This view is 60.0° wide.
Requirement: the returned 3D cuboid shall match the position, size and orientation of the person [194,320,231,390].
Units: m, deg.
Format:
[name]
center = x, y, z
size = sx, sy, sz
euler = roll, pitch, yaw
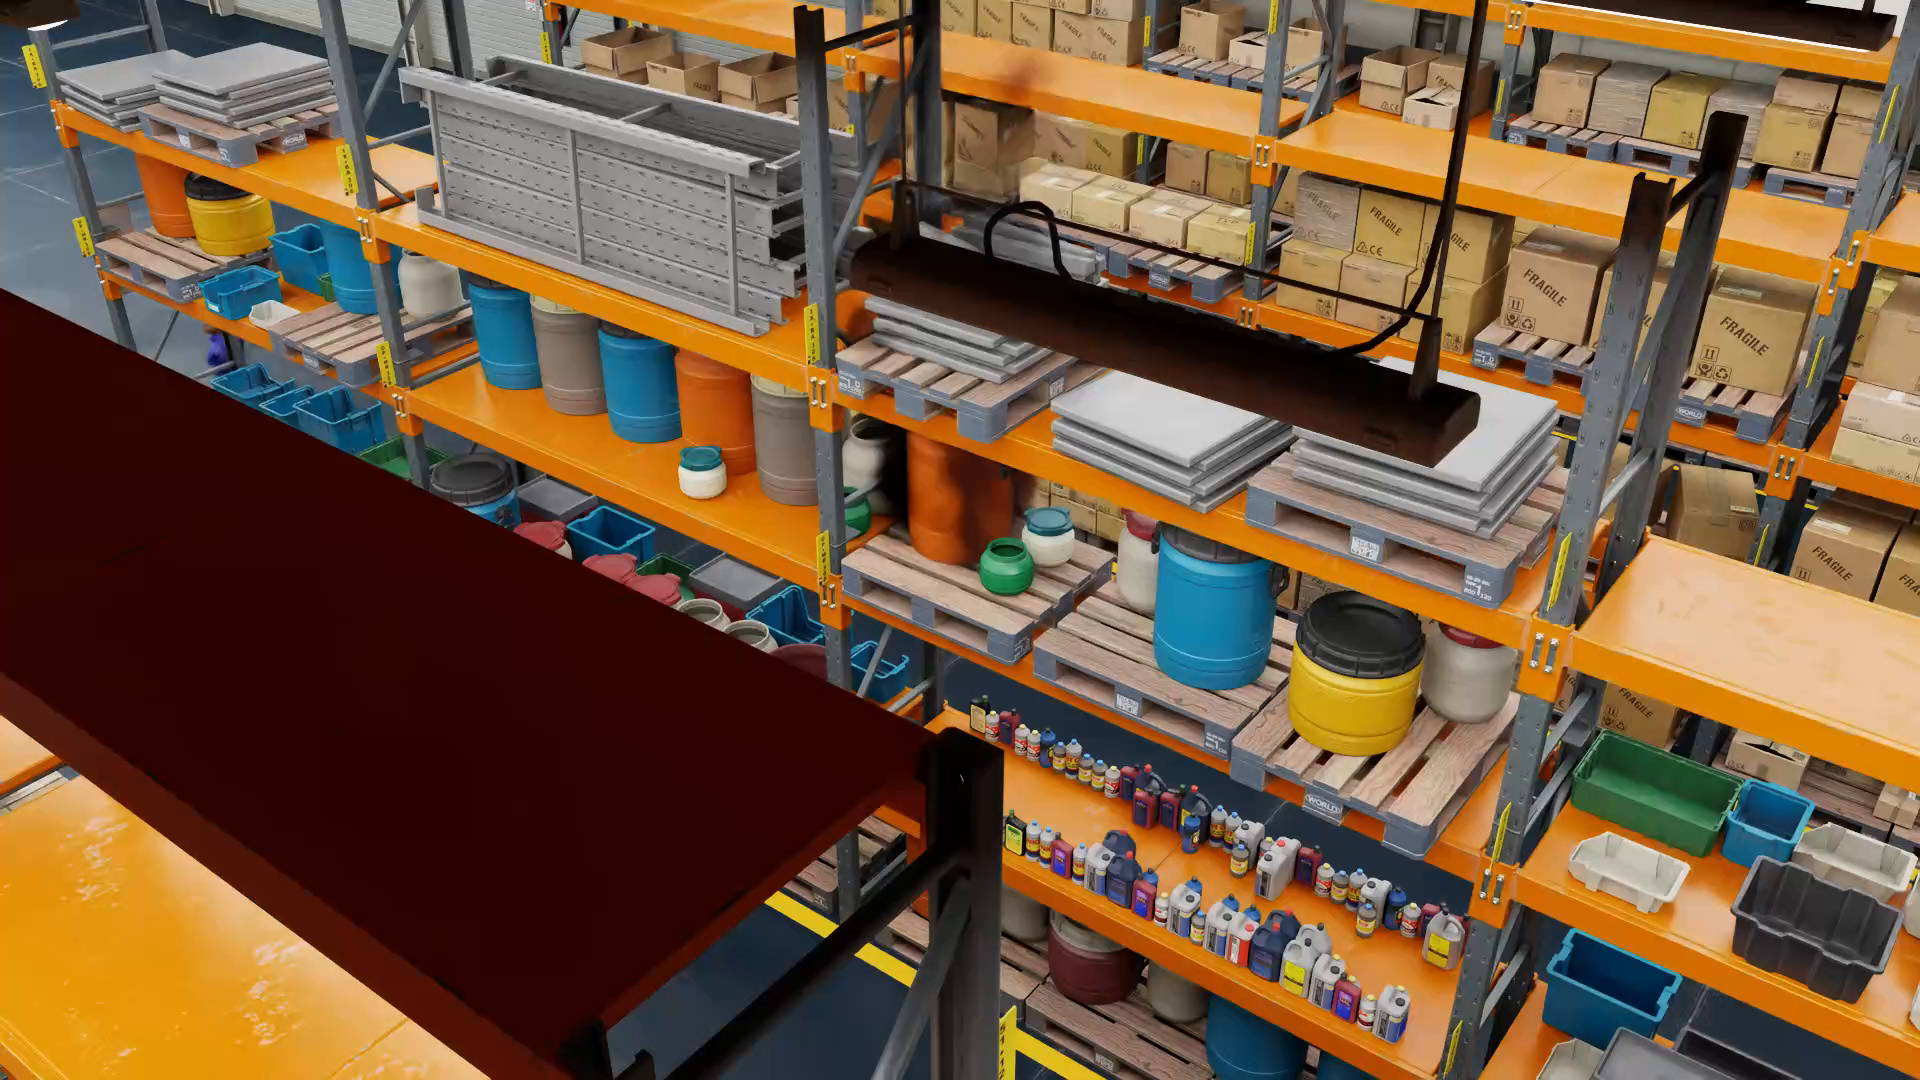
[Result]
[person]
center = -7.142, -1.479, 16.168
size = 0.754, 1.596, 0.632
euler = -3, 32, -5
